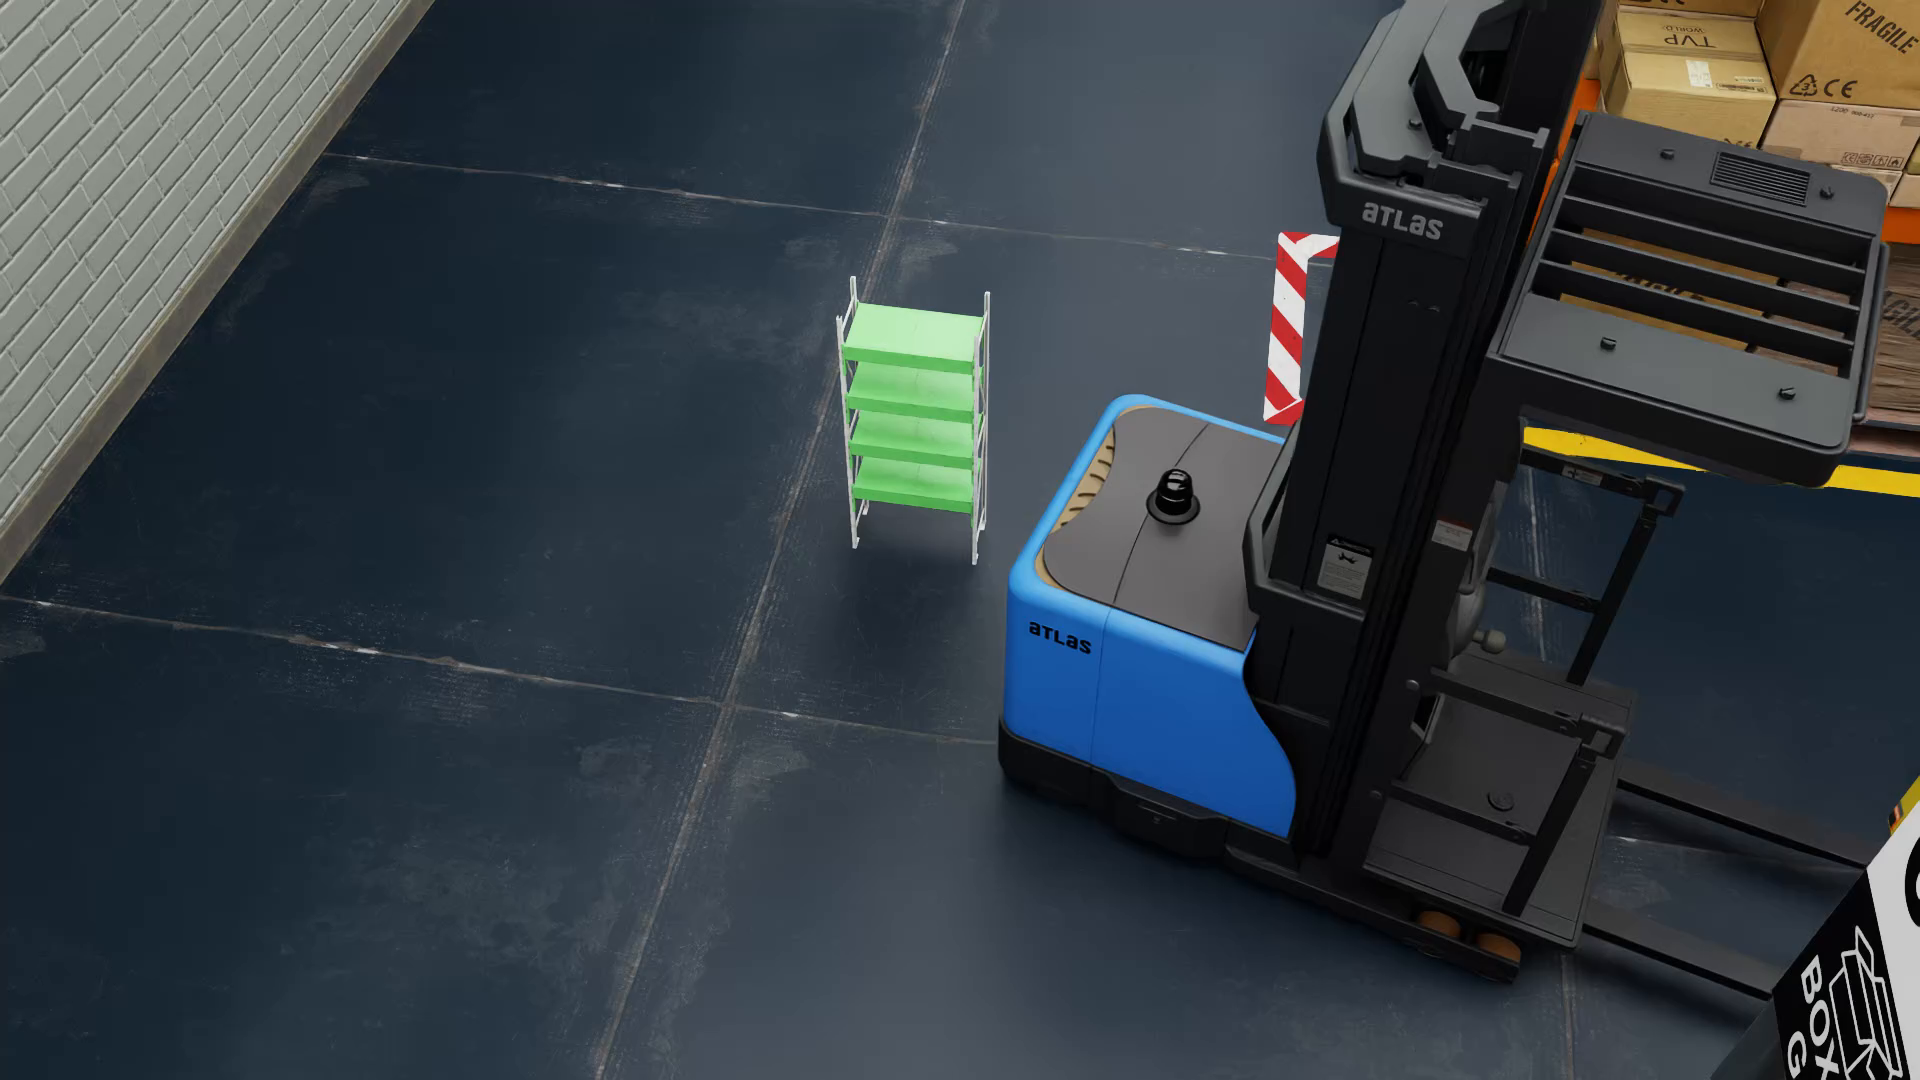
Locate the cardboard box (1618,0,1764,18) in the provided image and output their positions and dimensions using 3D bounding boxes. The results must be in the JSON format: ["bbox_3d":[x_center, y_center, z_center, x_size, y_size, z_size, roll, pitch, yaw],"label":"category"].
[{"bbox_3d":[2.762,-2.320,6.187,0.500,0.500,0.500,8,49,7],"label":"cardboard box"}]

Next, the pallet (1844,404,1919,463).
[{"bbox_3d":[4.234,-0.749,7.253,1.213,0.211,1.003,8,49,7],"label":"pallet"}]

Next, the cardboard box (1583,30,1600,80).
[{"bbox_3d":[2.645,-2.002,6.674,0.250,0.149,0.380,9,49,8],"label":"cardboard box"}]

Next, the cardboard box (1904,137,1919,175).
[{"bbox_3d":[3.667,-1.548,5.997,0.500,0.250,0.500,6,48,6],"label":"cardboard box"}]

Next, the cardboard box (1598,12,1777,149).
[{"bbox_3d":[2.661,-1.681,6.116,0.500,0.250,0.500,7,48,6],"label":"cardboard box"}]

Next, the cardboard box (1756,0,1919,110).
[{"bbox_3d":[3.153,-1.865,5.778,0.500,0.500,0.500,7,48,6],"label":"cardboard box"}]

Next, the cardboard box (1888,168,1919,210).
[{"bbox_3d":[3.538,-1.385,6.119,0.250,0.149,0.380,7,48,6],"label":"cardboard box"}]

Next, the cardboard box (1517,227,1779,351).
[{"bbox_3d":[2.880,-1.297,7.017,0.875,0.875,0.875,8,49,7],"label":"cardboard box"}]

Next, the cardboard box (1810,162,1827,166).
[{"bbox_3d":[3.032,-1.454,6.180,0.250,0.149,0.380,7,48,6],"label":"cardboard box"}]

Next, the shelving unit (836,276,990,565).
[{"bbox_3d":[-0.163,-0.423,6.295,0.503,1.200,0.258,8,49,7],"label":"shelving unit"}]

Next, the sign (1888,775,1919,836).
[{"bbox_3d":[1.437,0.361,2.435,0.005,0.325,0.100,8,49,7],"label":"sign"}]

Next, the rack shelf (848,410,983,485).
[{"bbox_3d":[-0.163,-0.380,6.343,0.480,0.148,0.258,8,49,7],"label":"rack shelf"}]

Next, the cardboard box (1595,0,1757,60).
[{"bbox_3d":[2.760,-2.072,6.468,0.500,0.250,0.500,7,48,6],"label":"cardboard box"}]

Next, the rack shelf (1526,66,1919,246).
[{"bbox_3d":[4.204,-1.387,6.436,4.000,0.370,1.077,8,49,7],"label":"rack shelf"}]

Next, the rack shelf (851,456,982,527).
[{"bbox_3d":[-0.163,-0.220,6.521,0.480,0.148,0.258,8,49,7],"label":"rack shelf"}]

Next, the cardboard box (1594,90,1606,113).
[{"bbox_3d":[2.527,-1.520,6.240,0.250,0.149,0.380,8,49,7],"label":"cardboard box"}]

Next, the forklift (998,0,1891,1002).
[{"bbox_3d":[1.694,0.002,4.750,3.031,2.935,1.130,19,51,16],"label":"forklift"}]

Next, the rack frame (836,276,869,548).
[{"bbox_3d":[-0.403,-0.455,6.324,0.015,1.200,0.240,8,49,7],"label":"rack frame"}]

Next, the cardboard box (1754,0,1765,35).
[{"bbox_3d":[3.259,-2.004,6.407,0.500,0.250,0.500,7,48,6],"label":"cardboard box"}]

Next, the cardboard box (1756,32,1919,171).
[{"bbox_3d":[3.173,-1.617,6.059,0.500,0.250,0.500,7,48,6],"label":"cardboard box"}]

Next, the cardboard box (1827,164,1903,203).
[{"bbox_3d":[3.288,-1.420,6.150,0.250,0.149,0.380,7,48,6],"label":"cardboard box"}]

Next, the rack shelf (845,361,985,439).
[{"bbox_3d":[-0.163,-0.541,6.164,0.480,0.148,0.258,8,49,7],"label":"rack shelf"}]

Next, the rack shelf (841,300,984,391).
[{"bbox_3d":[-0.163,-0.701,5.986,0.480,0.148,0.258,8,49,7],"label":"rack shelf"}]

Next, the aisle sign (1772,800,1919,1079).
[{"bbox_3d":[1.337,0.640,2.383,0.004,0.787,0.394,8,49,7],"label":"aisle sign"}]

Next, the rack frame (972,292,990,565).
[{"bbox_3d":[0.077,-0.391,6.266,0.015,1.200,0.240,8,49,7],"label":"rack frame"}]

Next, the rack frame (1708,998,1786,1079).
[{"bbox_3d":[1.356,1.731,3.150,0.053,2.616,0.949,8,49,7],"label":"rack frame"}]

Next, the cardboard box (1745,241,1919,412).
[{"bbox_3d":[3.776,-1.176,6.908,0.875,0.875,0.875,8,49,7],"label":"cardboard box"}]
